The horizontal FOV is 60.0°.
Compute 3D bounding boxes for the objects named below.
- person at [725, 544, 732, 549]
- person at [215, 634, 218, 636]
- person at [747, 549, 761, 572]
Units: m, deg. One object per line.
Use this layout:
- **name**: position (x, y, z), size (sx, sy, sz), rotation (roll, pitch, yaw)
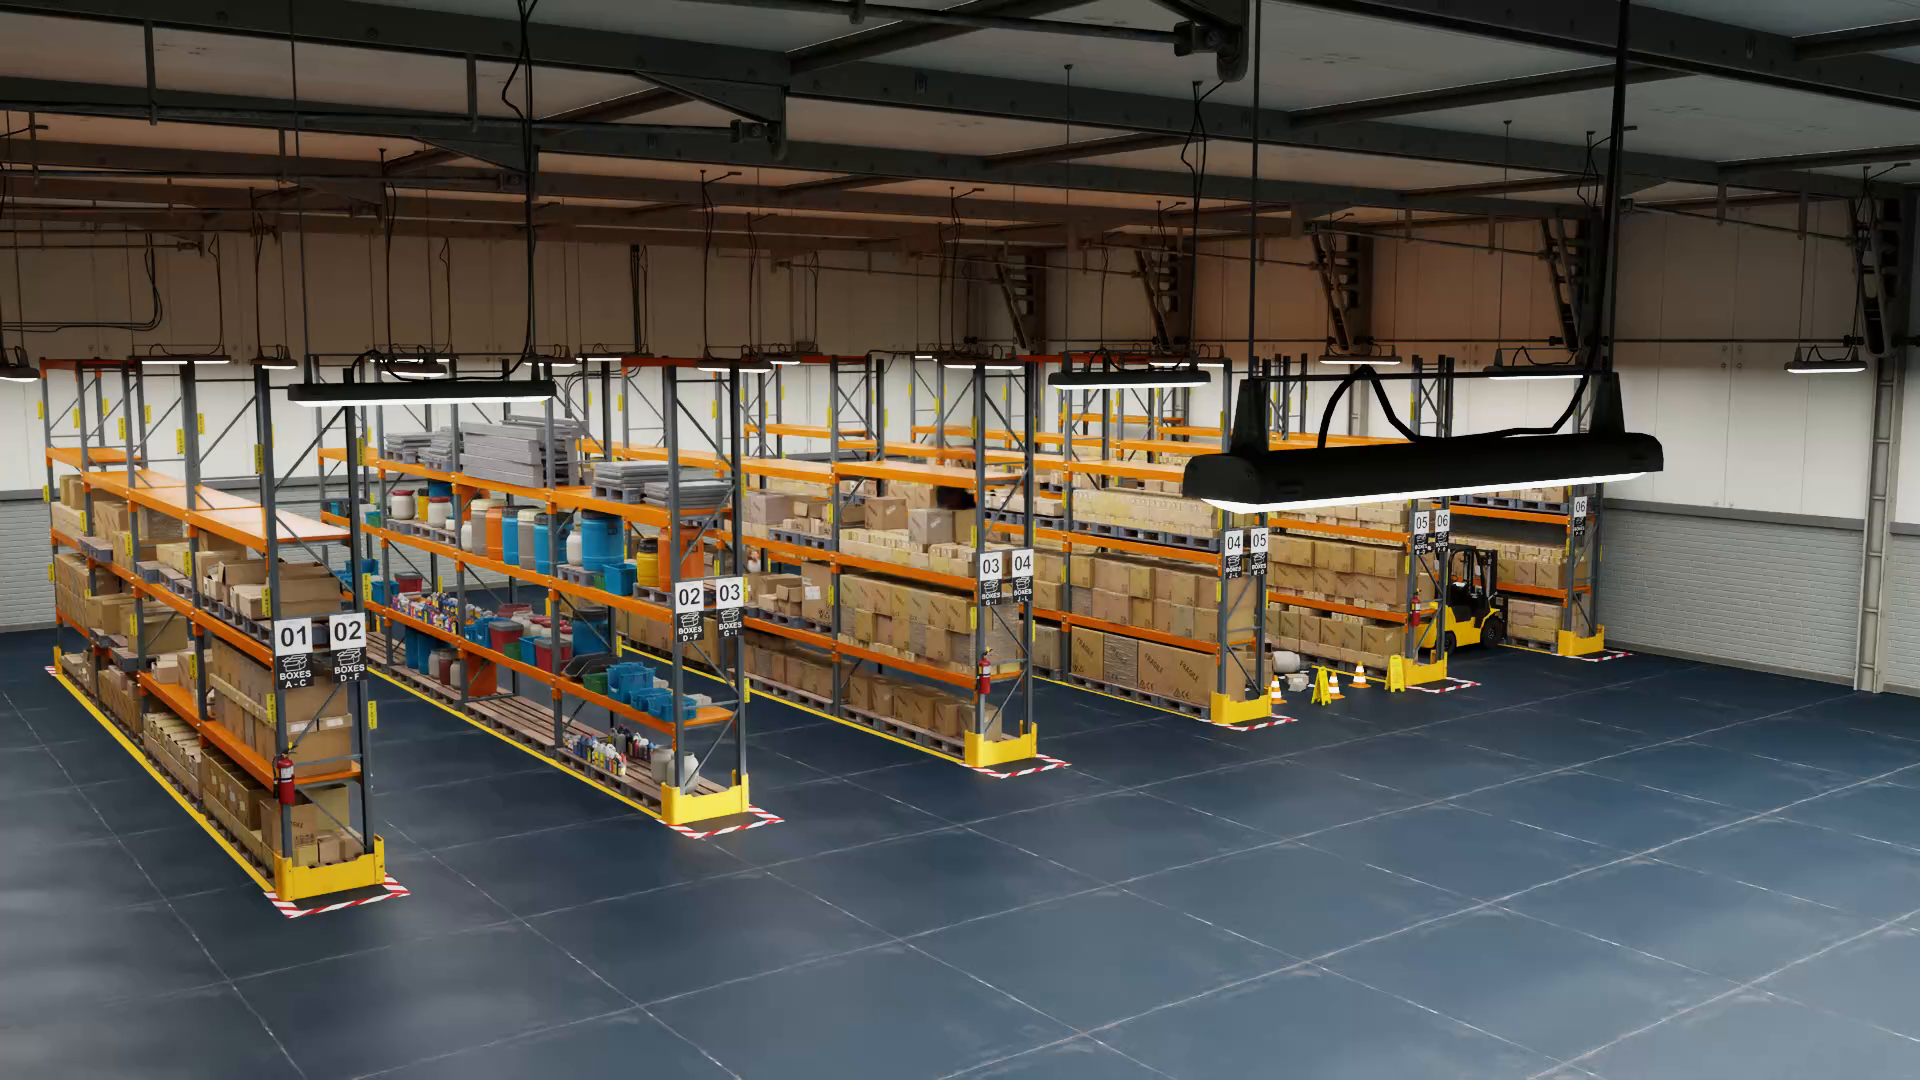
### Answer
- **person**: position (-5.371, 0.926, 38.480), size (0.552, 1.669, 0.730), rotation (-4, 8, -29)
- **person**: position (-13.835, 1.748, 31.296), size (0.895, 1.682, 0.564), rotation (7, 9, 43)
- **person**: position (-4.609, 1.019, 37.447), size (0.548, 1.636, 0.592), rotation (-4, 8, -30)
